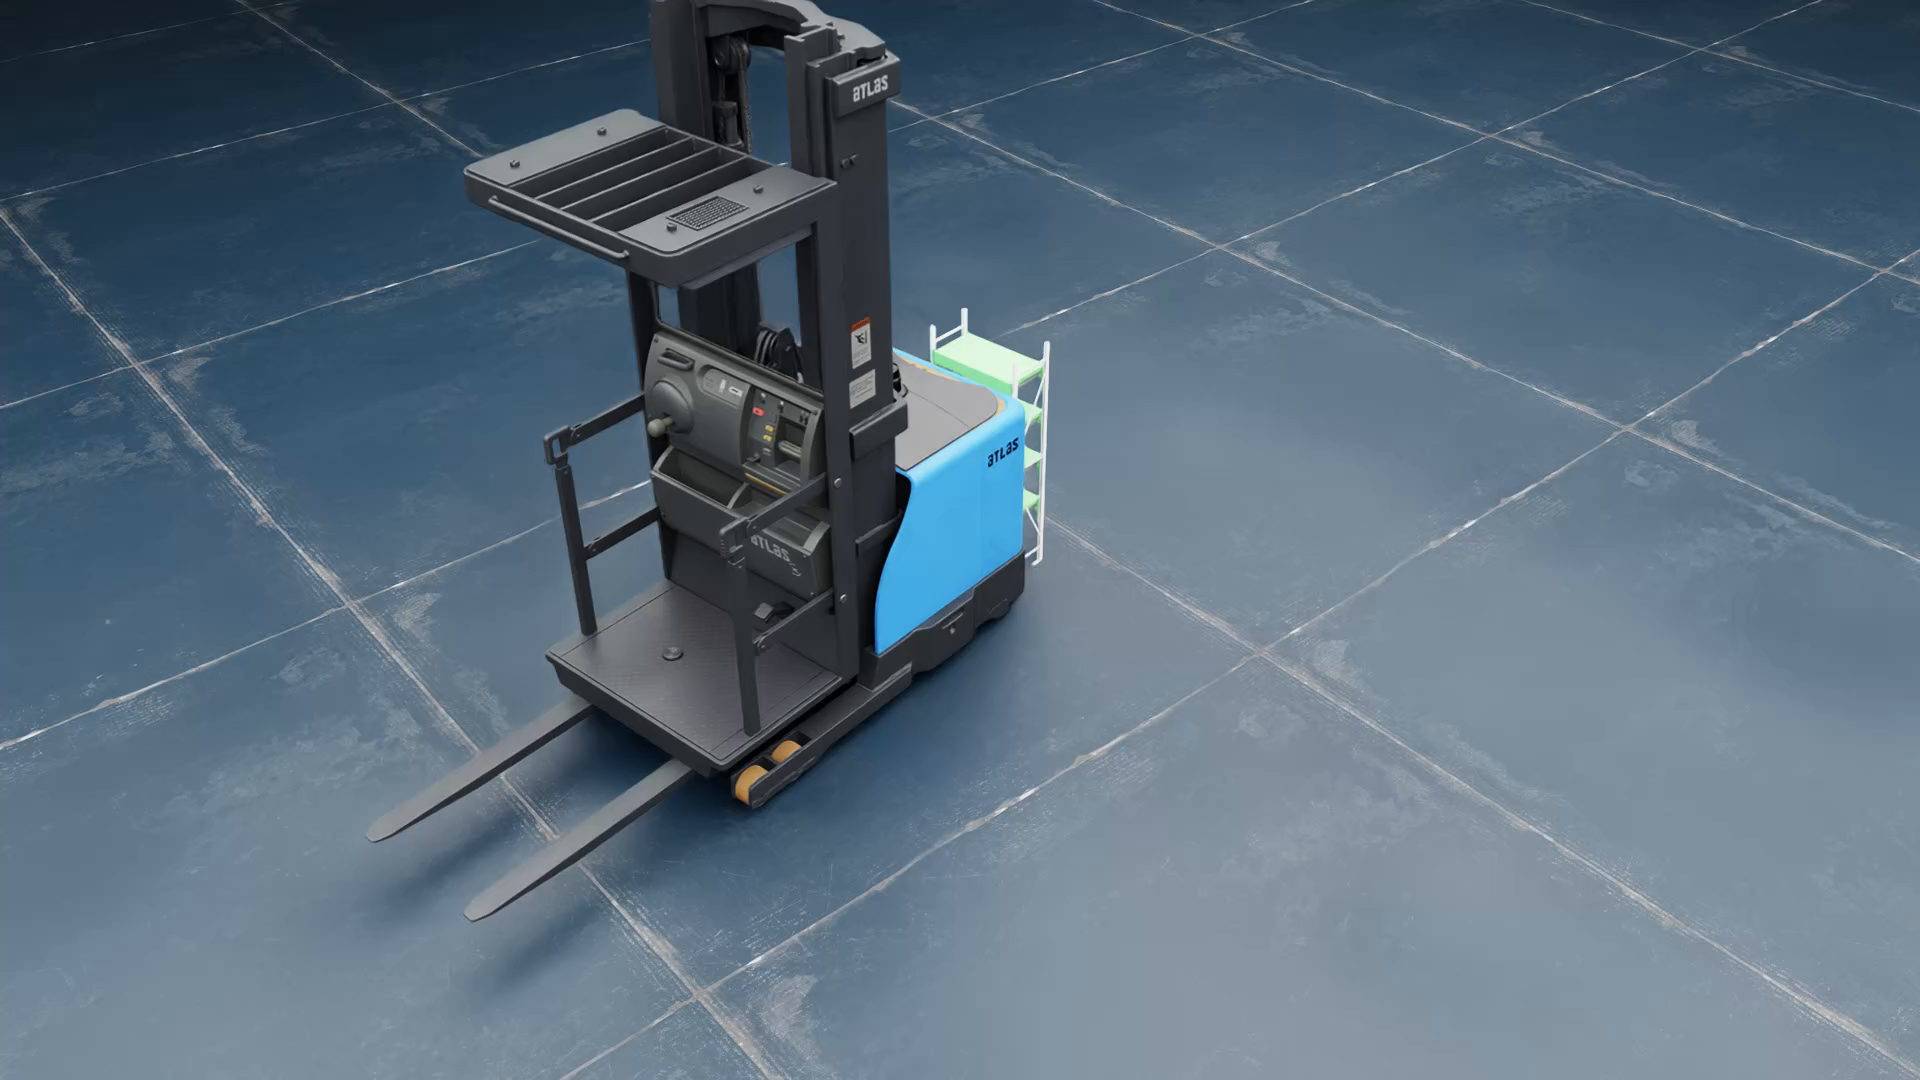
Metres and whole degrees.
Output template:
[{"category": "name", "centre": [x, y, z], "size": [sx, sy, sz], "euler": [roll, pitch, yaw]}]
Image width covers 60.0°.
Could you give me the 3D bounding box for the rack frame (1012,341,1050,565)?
[{"category": "rack frame", "centre": [0.316, -0.343, 7.696], "size": [0.015, 1.200, 0.240], "euler": [27, 43, 32]}]

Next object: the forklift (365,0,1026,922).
[{"category": "forklift", "centre": [-1.028, -0.446, 6.344], "size": [1.130, 2.935, 3.031], "euler": [26, 43, 32]}]

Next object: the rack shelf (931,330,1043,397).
[{"category": "rack shelf", "centre": [0.132, -0.775, 7.586], "size": [0.480, 0.148, 0.258], "euler": [27, 43, 32]}]

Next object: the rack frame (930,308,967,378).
[{"category": "rack frame", "centre": [-0.052, -0.528, 7.958], "size": [0.015, 1.200, 0.240], "euler": [27, 43, 32]}]

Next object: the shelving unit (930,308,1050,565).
[{"category": "shelving unit", "centre": [0.132, -0.436, 7.827], "size": [0.503, 1.200, 0.258], "euler": [27, 43, 32]}]

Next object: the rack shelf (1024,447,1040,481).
[{"category": "rack shelf", "centre": [0.132, -0.383, 7.864], "size": [0.480, 0.148, 0.258], "euler": [27, 43, 32]}]

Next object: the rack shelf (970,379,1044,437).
[{"category": "rack shelf", "centre": [0.132, -0.579, 7.725], "size": [0.480, 0.148, 0.258], "euler": [27, 43, 32]}]

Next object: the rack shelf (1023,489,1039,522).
[{"category": "rack shelf", "centre": [0.132, -0.188, 8.002], "size": [0.480, 0.148, 0.258], "euler": [27, 43, 32]}]
